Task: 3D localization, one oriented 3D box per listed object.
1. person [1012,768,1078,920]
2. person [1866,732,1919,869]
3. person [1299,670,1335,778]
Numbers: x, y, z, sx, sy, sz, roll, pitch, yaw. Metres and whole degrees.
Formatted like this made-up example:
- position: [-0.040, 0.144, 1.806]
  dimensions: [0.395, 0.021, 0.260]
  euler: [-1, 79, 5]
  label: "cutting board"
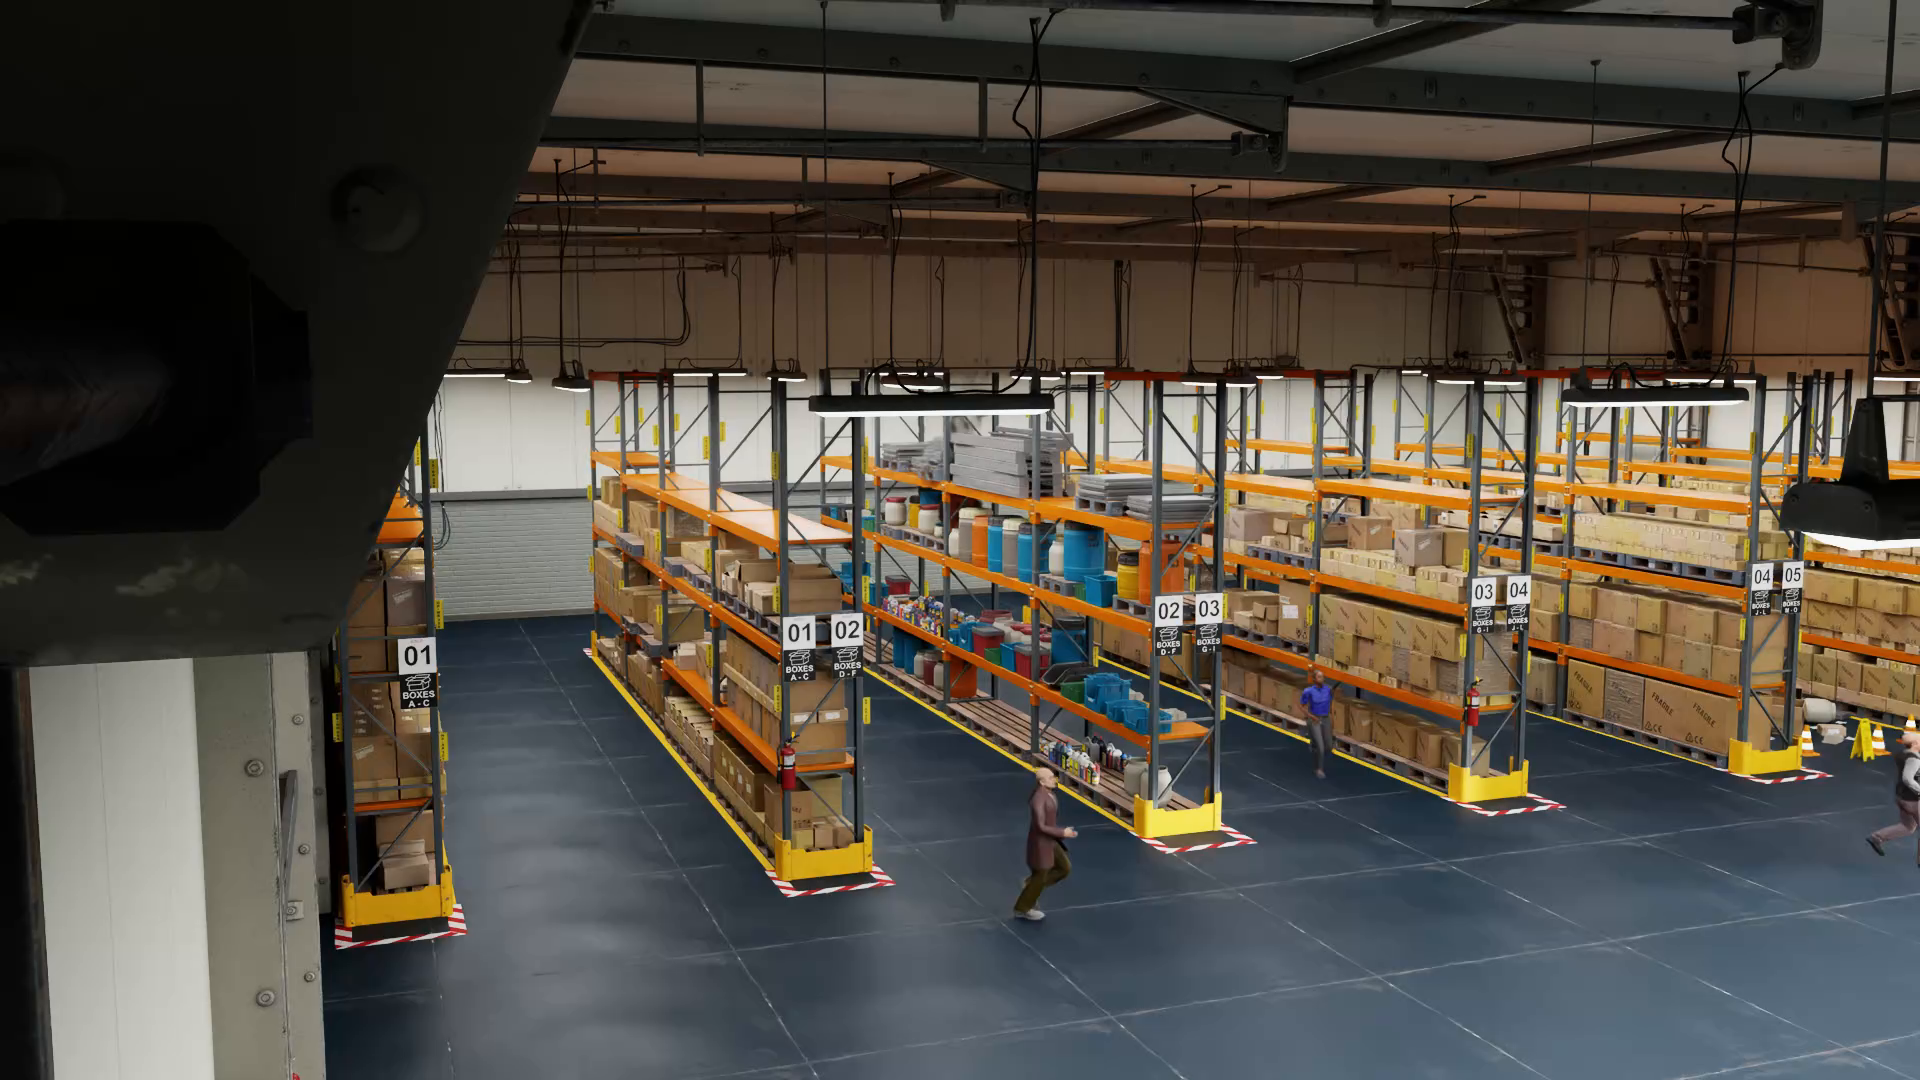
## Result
- position: [0.968, 3.389, 18.623]
  dimensions: [0.753, 1.729, 0.732]
  euler: [2, 7, 15]
  label: "person"
- position: [11.709, 3.206, 20.496]
  dimensions: [0.860, 1.695, 0.669]
  euler: [1, 6, 10]
  label: "person"
- position: [5.393, 2.750, 25.136]
  dimensions: [0.592, 1.600, 0.616]
  euler: [-2, 7, -20]
  label: "person"
